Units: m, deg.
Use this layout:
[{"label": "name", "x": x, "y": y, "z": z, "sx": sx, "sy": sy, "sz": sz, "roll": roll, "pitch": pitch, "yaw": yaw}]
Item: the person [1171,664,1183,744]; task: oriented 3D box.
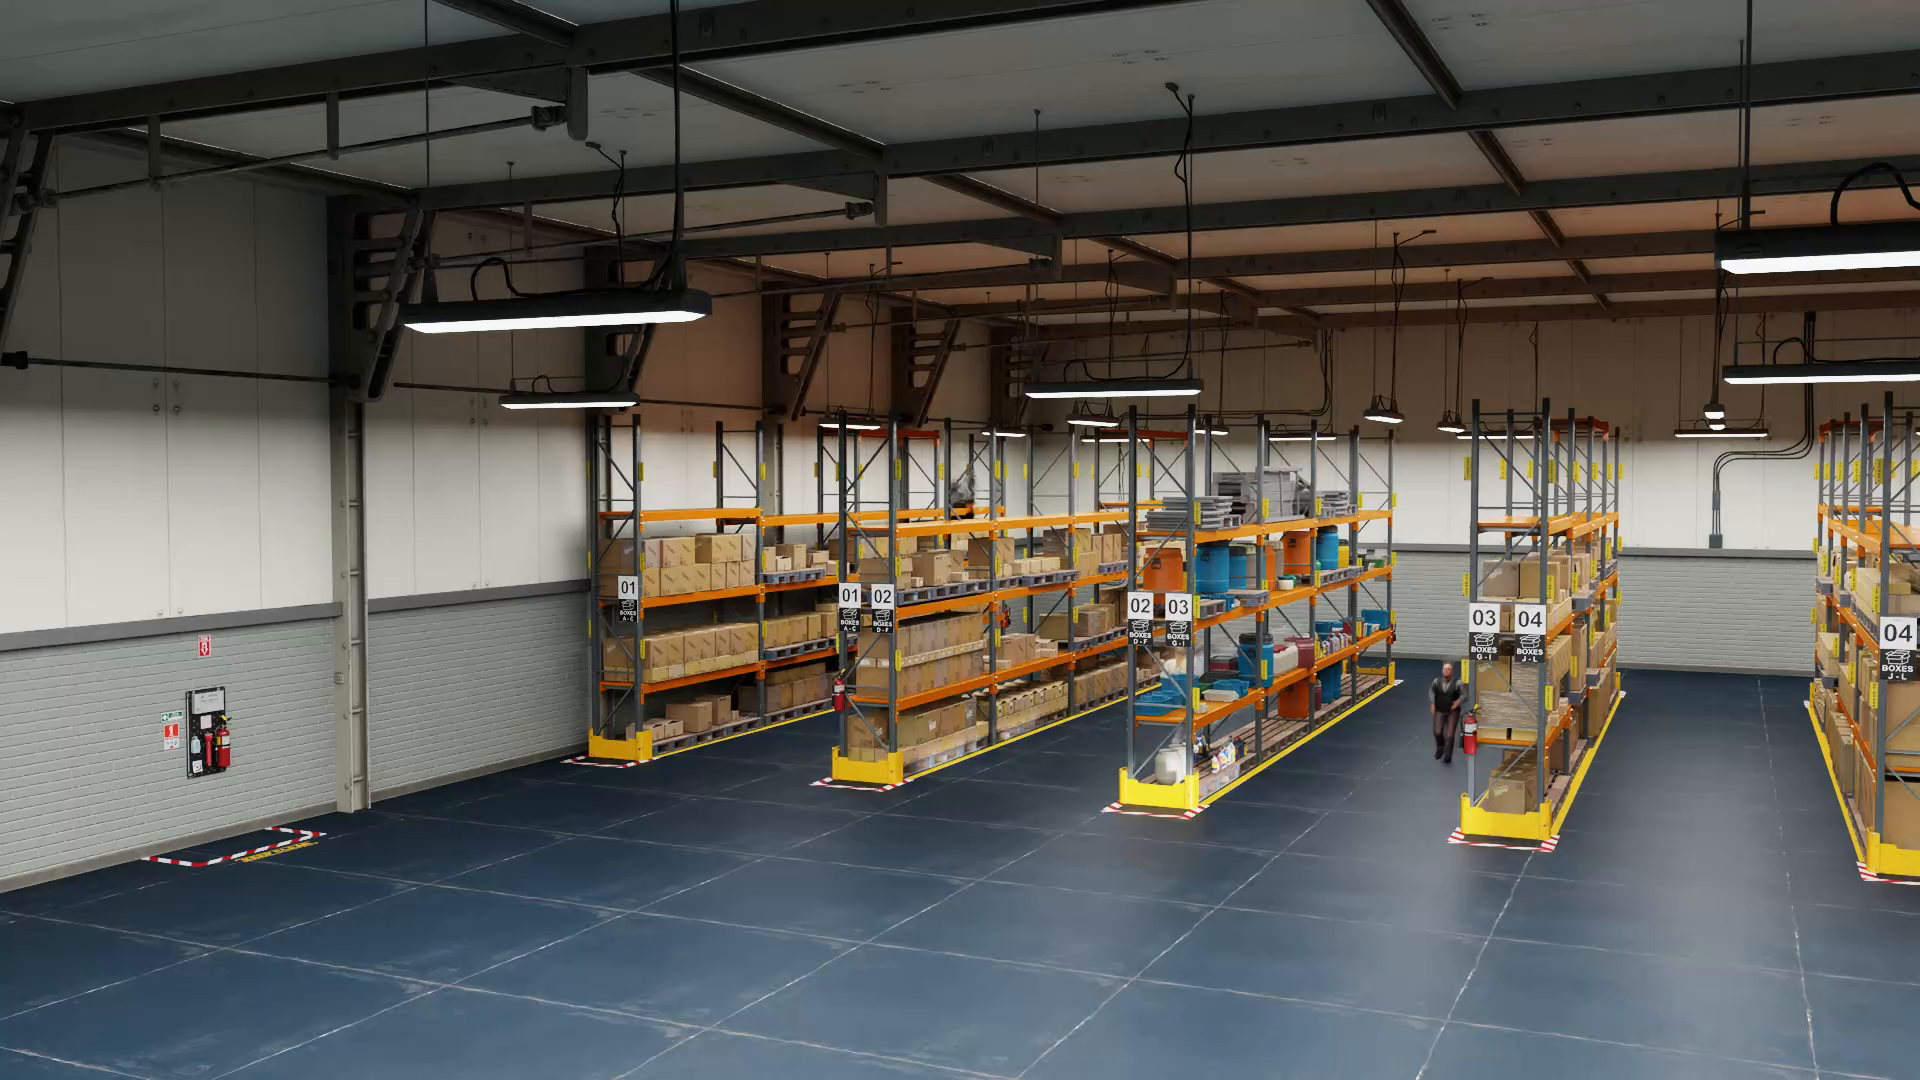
[{"label": "person", "x": 4.023, "y": 2.939, "z": 30.584, "sx": 0.223, "sy": 1.529, "sz": 1.059, "roll": 1, "pitch": 2, "yaw": 20}]

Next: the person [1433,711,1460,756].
[{"label": "person", "x": 8.378, "y": 3.297, "z": 28.633, "sx": 0.406, "sy": 0.915, "sz": 0.534, "roll": 1, "pitch": 3, "yaw": 23}]
